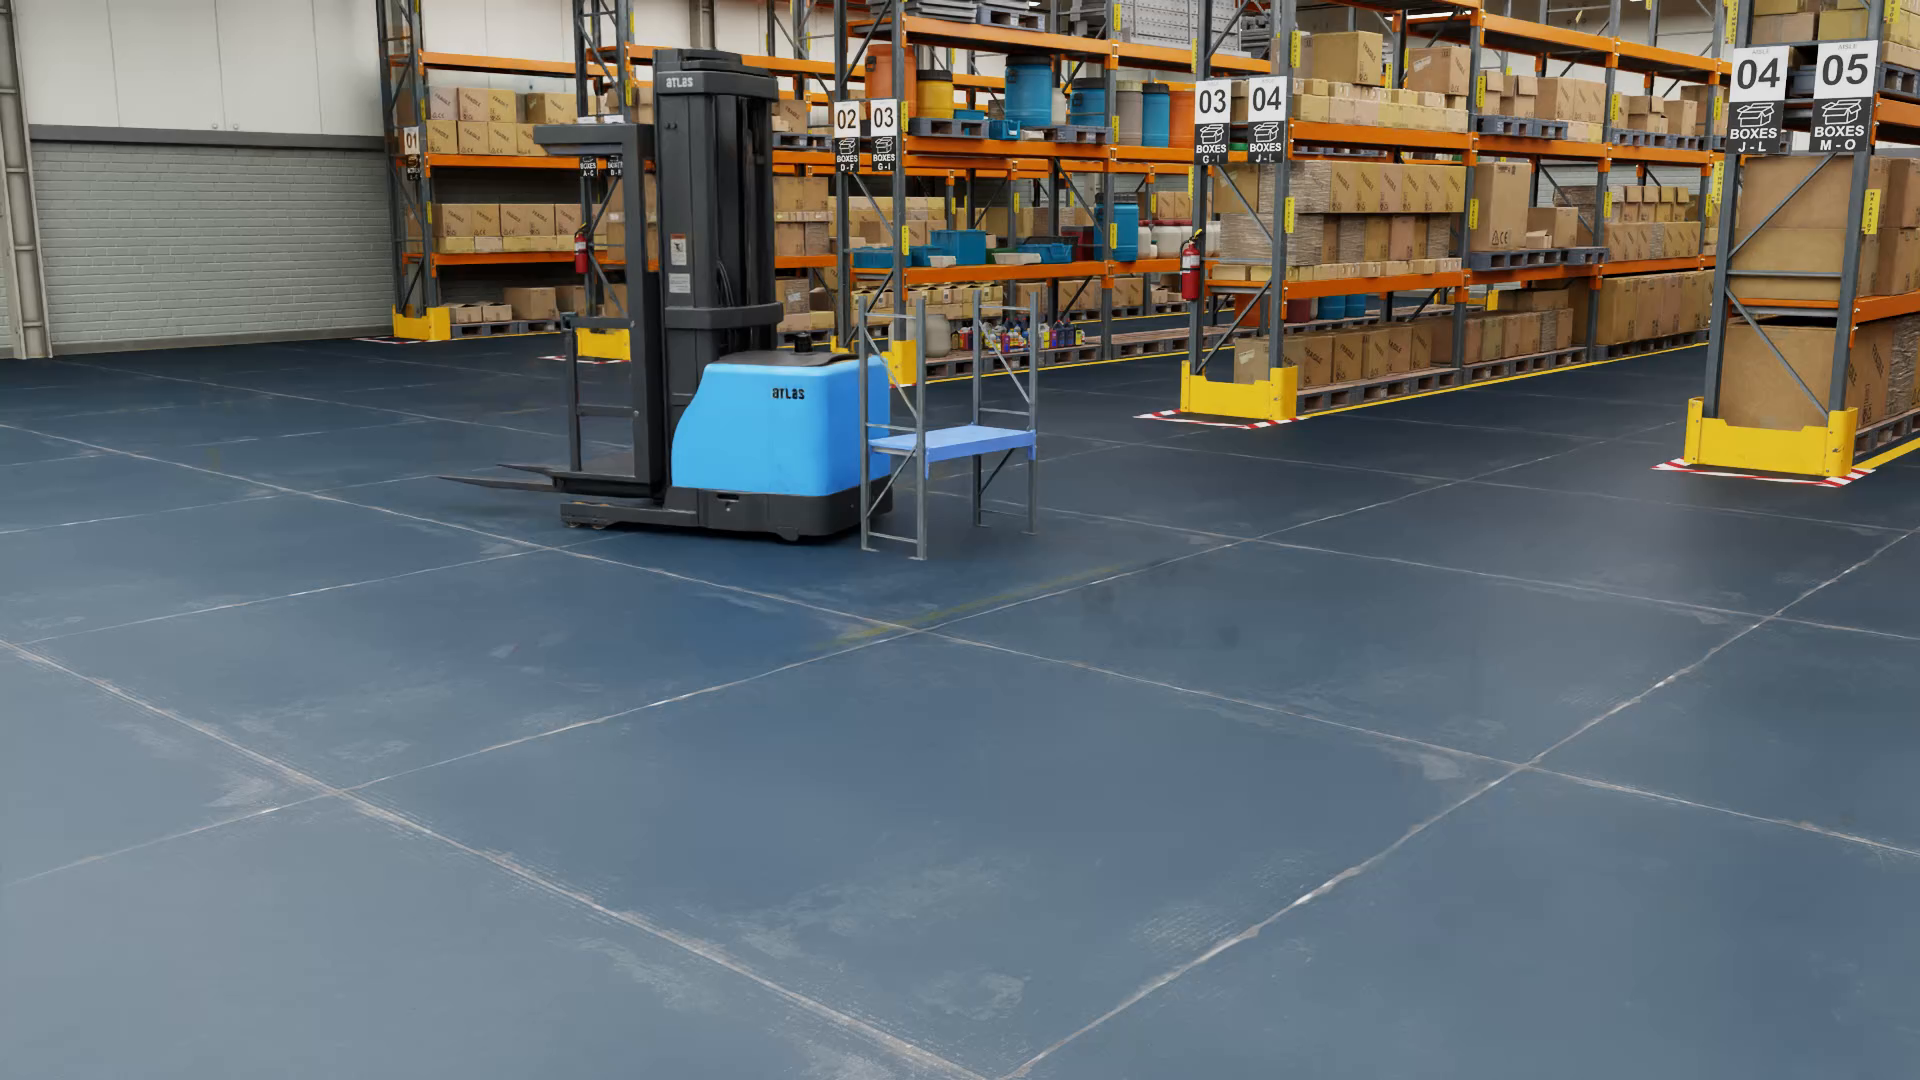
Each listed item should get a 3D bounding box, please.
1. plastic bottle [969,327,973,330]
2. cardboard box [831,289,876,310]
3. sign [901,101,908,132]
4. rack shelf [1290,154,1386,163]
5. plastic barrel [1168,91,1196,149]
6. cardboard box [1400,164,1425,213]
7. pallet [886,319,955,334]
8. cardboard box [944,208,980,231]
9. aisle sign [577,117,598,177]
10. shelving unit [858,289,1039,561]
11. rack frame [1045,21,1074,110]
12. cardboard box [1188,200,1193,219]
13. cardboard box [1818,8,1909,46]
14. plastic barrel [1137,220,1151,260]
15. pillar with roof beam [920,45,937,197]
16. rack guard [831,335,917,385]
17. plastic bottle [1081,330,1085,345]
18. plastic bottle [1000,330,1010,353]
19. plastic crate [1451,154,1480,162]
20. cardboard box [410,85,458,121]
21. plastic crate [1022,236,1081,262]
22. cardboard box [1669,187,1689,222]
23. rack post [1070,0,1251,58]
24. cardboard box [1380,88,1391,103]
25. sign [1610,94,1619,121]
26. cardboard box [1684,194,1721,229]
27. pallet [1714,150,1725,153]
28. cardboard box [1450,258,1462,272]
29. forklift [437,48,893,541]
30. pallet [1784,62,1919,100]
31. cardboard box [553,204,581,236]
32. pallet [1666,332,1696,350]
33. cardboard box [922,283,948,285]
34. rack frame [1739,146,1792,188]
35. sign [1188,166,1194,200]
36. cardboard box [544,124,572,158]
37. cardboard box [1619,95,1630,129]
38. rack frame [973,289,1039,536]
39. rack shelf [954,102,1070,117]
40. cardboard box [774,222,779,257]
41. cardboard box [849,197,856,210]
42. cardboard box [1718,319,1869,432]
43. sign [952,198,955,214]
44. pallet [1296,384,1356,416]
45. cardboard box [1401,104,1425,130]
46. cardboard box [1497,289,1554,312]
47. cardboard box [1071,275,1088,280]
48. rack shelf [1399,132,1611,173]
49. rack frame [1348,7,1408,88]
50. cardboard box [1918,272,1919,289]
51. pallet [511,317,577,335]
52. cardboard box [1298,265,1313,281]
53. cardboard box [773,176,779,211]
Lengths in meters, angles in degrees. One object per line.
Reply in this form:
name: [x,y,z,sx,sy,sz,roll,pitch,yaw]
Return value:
plastic bottle: [0.129,-2.603,21.418,0.152,0.276,0.135,9,15,39]
cardboard box: [-1.650,-3.733,25.760,0.500,0.311,0.500,10,15,41]
sign: [-0.622,-4.746,18.634,0.100,0.325,0.005,10,15,40]
rack shelf: [5.569,-5.932,26.430,1.077,0.370,4.000,10,15,40]
plastic barrel: [3.112,-6.012,23.898,0.600,0.830,0.708,10,15,40]
cardboard box: [4.579,-3.727,17.644,0.500,0.500,0.500,10,15,40]
pallet: [-0.848,-3.498,27.187,1.003,0.211,1.213,10,15,40]
cardboard box: [-0.182,-6.614,34.900,0.980,0.700,0.700,10,15,41]
aisle sign: [-5.015,-5.287,22.384,0.394,0.787,0.004,10,15,40]
shelving unit: [-0.056,-0.723,10.001,0.538,1.500,1.048,10,15,40]
rack frame: [2.088,-9.919,36.899,1.000,3.000,0.127,10,15,40]
cardboard box: [4.373,-6.473,32.152,0.500,0.500,0.500,9,15,39]
cardboard box: [6.859,-3.882,12.626,0.500,0.250,0.500,10,15,40]
plastic barrel: [2.404,-4.110,22.783,0.433,0.535,0.433,0,11,0]
pillar with roof beam: [2.493,-8.989,32.241,9.100,9.000,0.548,10,15,40]
rack guard: [-1.017,-2.134,19.619,1.175,0.500,0.348,10,15,40]
plastic bottle: [1.603,-2.681,21.996,0.097,0.201,0.097,0,11,0]
plastic bottle: [0.562,-2.484,20.799,0.061,0.283,0.133,10,15,41]
plastic crate: [9.093,-6.881,29.889,0.450,0.188,0.336,10,15,40]
cardboard box: [-8.037,-6.669,25.424,0.500,0.500,0.500,8,14,36]
plastic crate: [1.167,-3.840,21.937,0.767,0.338,0.504,10,15,40]
cardboard box: [10.194,-4.914,24.337,0.797,0.503,0.637,9,15,39]
rack post: [2.844,-7.272,23.133,1.013,1.000,3.121,10,15,40]
cardboard box: [4.221,-4.575,17.168,0.380,0.149,0.250,9,14,38]
sign: [8.375,-5.533,21.277,0.100,0.325,0.005,10,15,40]
cardboard box: [11.118,-4.945,25.020,0.500,0.500,0.500,10,15,40]
pallet: [11.963,-6.193,26.126,1.003,0.211,1.213,10,15,40]
cardboard box: [5.408,-3.098,18.704,0.380,0.149,0.250,10,15,40]
forklift: [-2.004,-1.593,10.703,3.031,2.935,1.130,5,12,22]
pallet: [6.829,-3.584,13.064,1.003,0.211,1.213,10,15,40]
cardboard box: [-6.579,-5.259,27.303,0.500,0.500,0.500,9,15,39]
pallet: [10.157,-2.977,24.577,1.003,0.211,1.213,10,15,40]
cardboard box: [-0.376,-4.176,27.975,0.500,0.311,0.500,9,15,39]
rack frame: [13.250,-5.056,27.867,1.000,3.000,0.127,10,15,40]
sign: [2.285,-3.500,16.311,0.100,0.325,0.005,10,15,40]
cardboard box: [-6.662,-6.476,27.012,0.500,0.500,0.500,9,14,38]
cardboard box: [8.821,-5.842,22.818,0.500,0.500,0.500,11,16,43]
rack frame: [0.279,-0.798,10.376,0.500,1.500,0.032,10,15,40]
rack shelf: [0.767,-9.076,35.535,1.077,0.370,4.000,10,15,40]
cardboard box: [-3.076,-4.403,24.343,0.700,0.500,0.500,10,15,41]
cardboard box: [-2.346,-6.485,32.043,0.500,0.250,0.500,9,15,40]
cardboard box: [6.745,-1.318,13.505,0.875,0.875,0.875,10,15,41]
sign: [-0.139,-6.849,34.090,0.100,0.325,0.005,10,15,40]
pallet: [3.301,-1.461,16.986,1.003,0.211,1.213,10,15,40]
cardboard box: [4.539,-4.436,17.487,0.500,0.250,0.500,10,15,40]
cardboard box: [7.207,-3.055,21.192,0.500,0.250,0.500,-10,15,-41]
cardboard box: [2.008,-4.920,30.529,0.500,0.250,0.500,10,15,40]
rack shelf: [6.649,-4.703,20.278,1.077,0.370,4.000,10,15,40]
rack frame: [6.889,-8.050,27.539,1.000,3.000,0.127,10,15,40]
cardboard box: [7.962,-2.504,14.707,0.875,0.550,0.550,10,15,40]
pallet: [-7.056,-3.561,27.500,1.003,0.211,1.213,10,15,40]
cardboard box: [3.235,-2.624,16.333,0.380,0.149,0.250,10,15,40]
cardboard box: [-3.062,-5.043,24.234,0.700,0.500,0.500,10,15,40]
